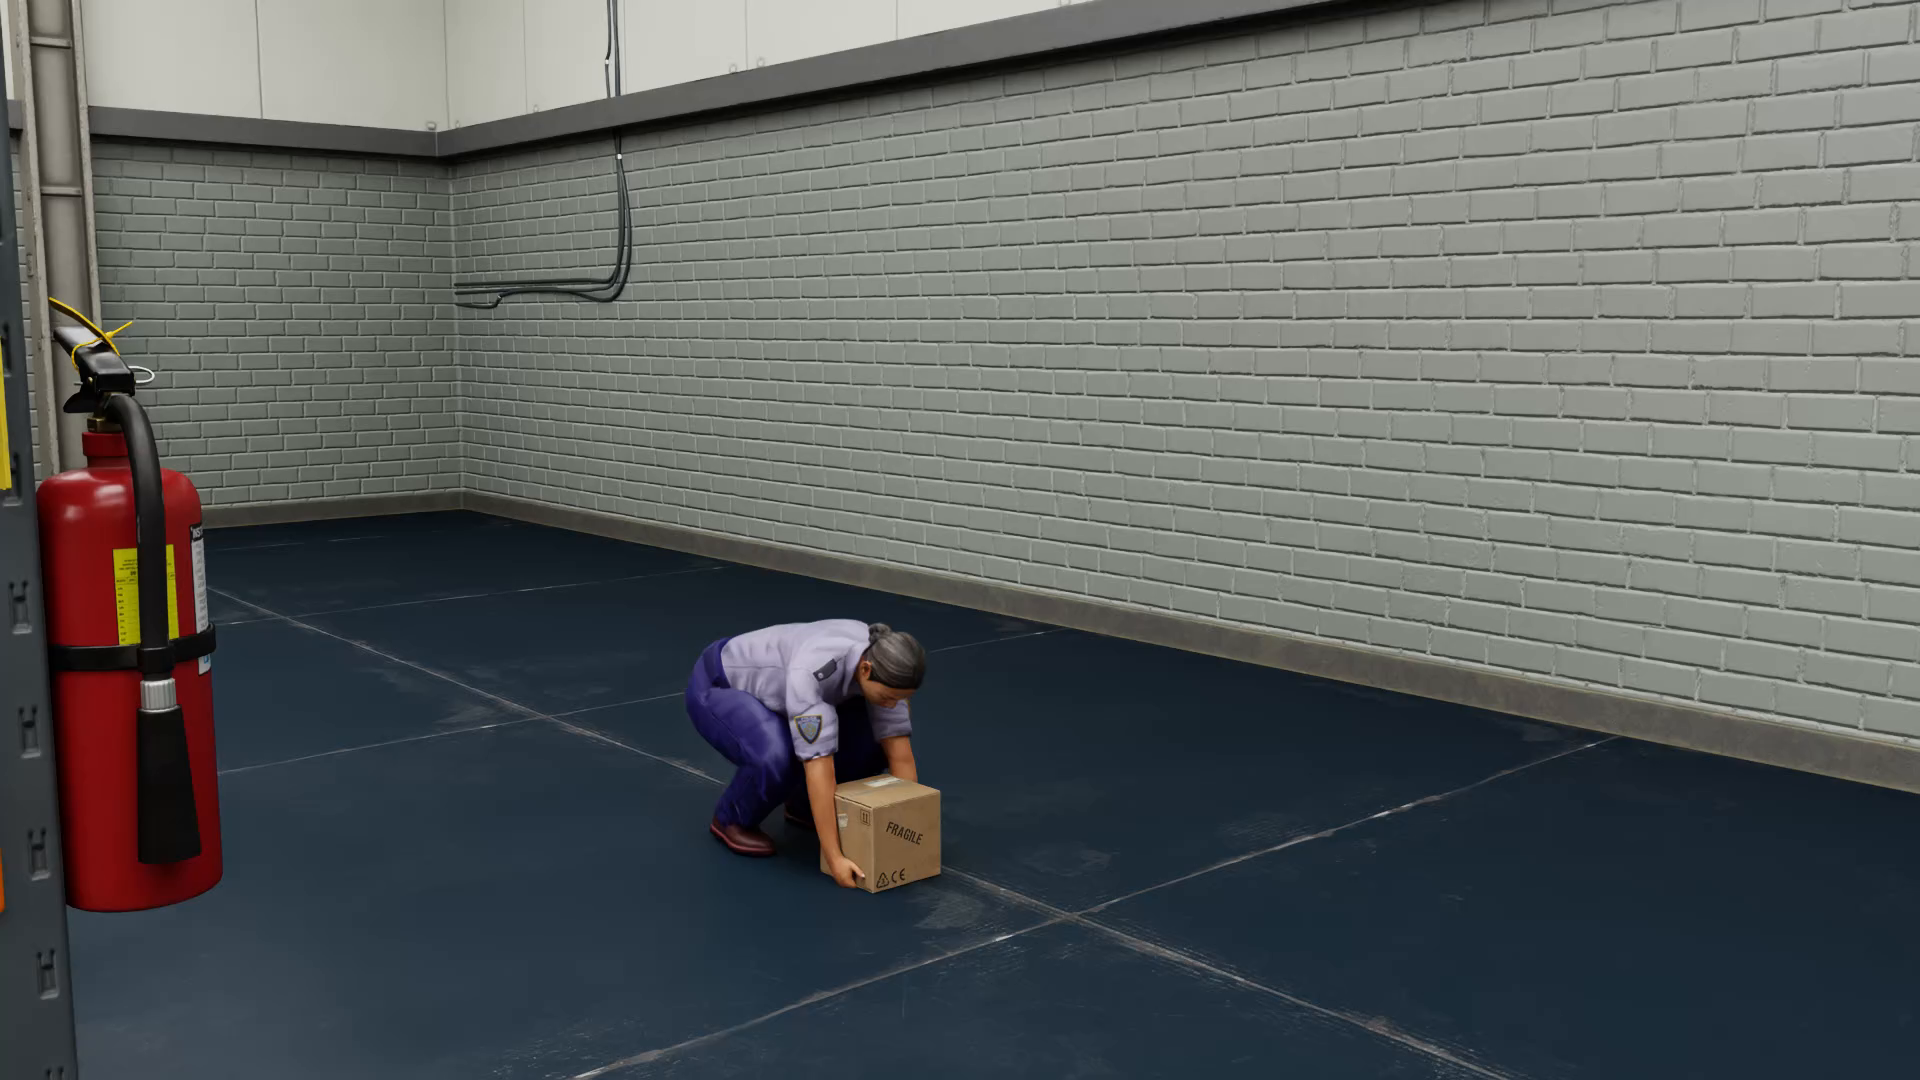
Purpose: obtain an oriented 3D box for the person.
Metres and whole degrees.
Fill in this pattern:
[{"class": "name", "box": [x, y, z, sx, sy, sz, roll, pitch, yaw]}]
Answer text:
[{"class": "person", "box": [-0.441, 0.585, 5.004, 0.508, 0.740, 0.897, -7, 10, -42]}]
